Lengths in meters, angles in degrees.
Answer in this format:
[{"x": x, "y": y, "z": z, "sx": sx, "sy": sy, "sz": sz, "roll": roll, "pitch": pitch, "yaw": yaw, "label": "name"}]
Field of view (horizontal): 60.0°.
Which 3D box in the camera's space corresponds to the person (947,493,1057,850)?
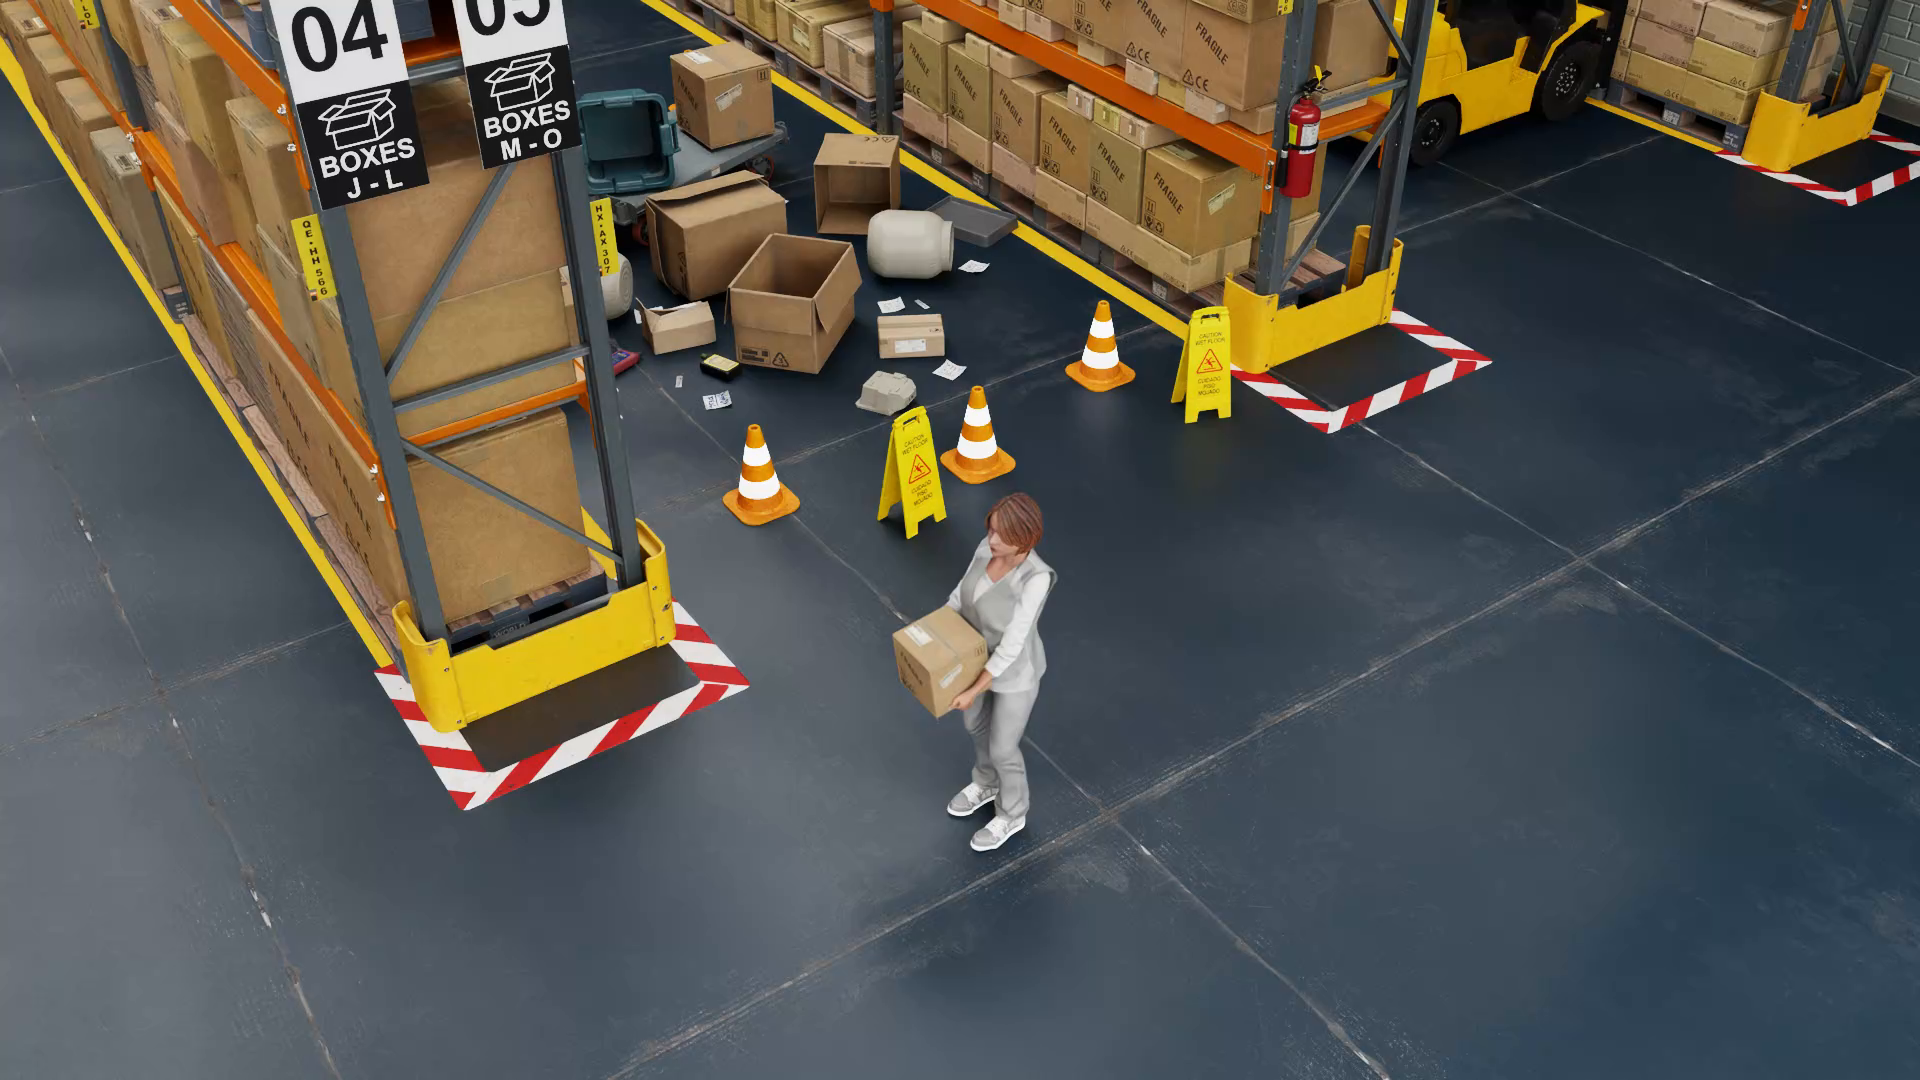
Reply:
[{"x": 0.085, "y": 0.529, "z": 6.319, "sx": 0.489, "sy": 1.580, "sz": 0.405, "roll": -22, "pitch": 42, "yaw": -27, "label": "person"}]
